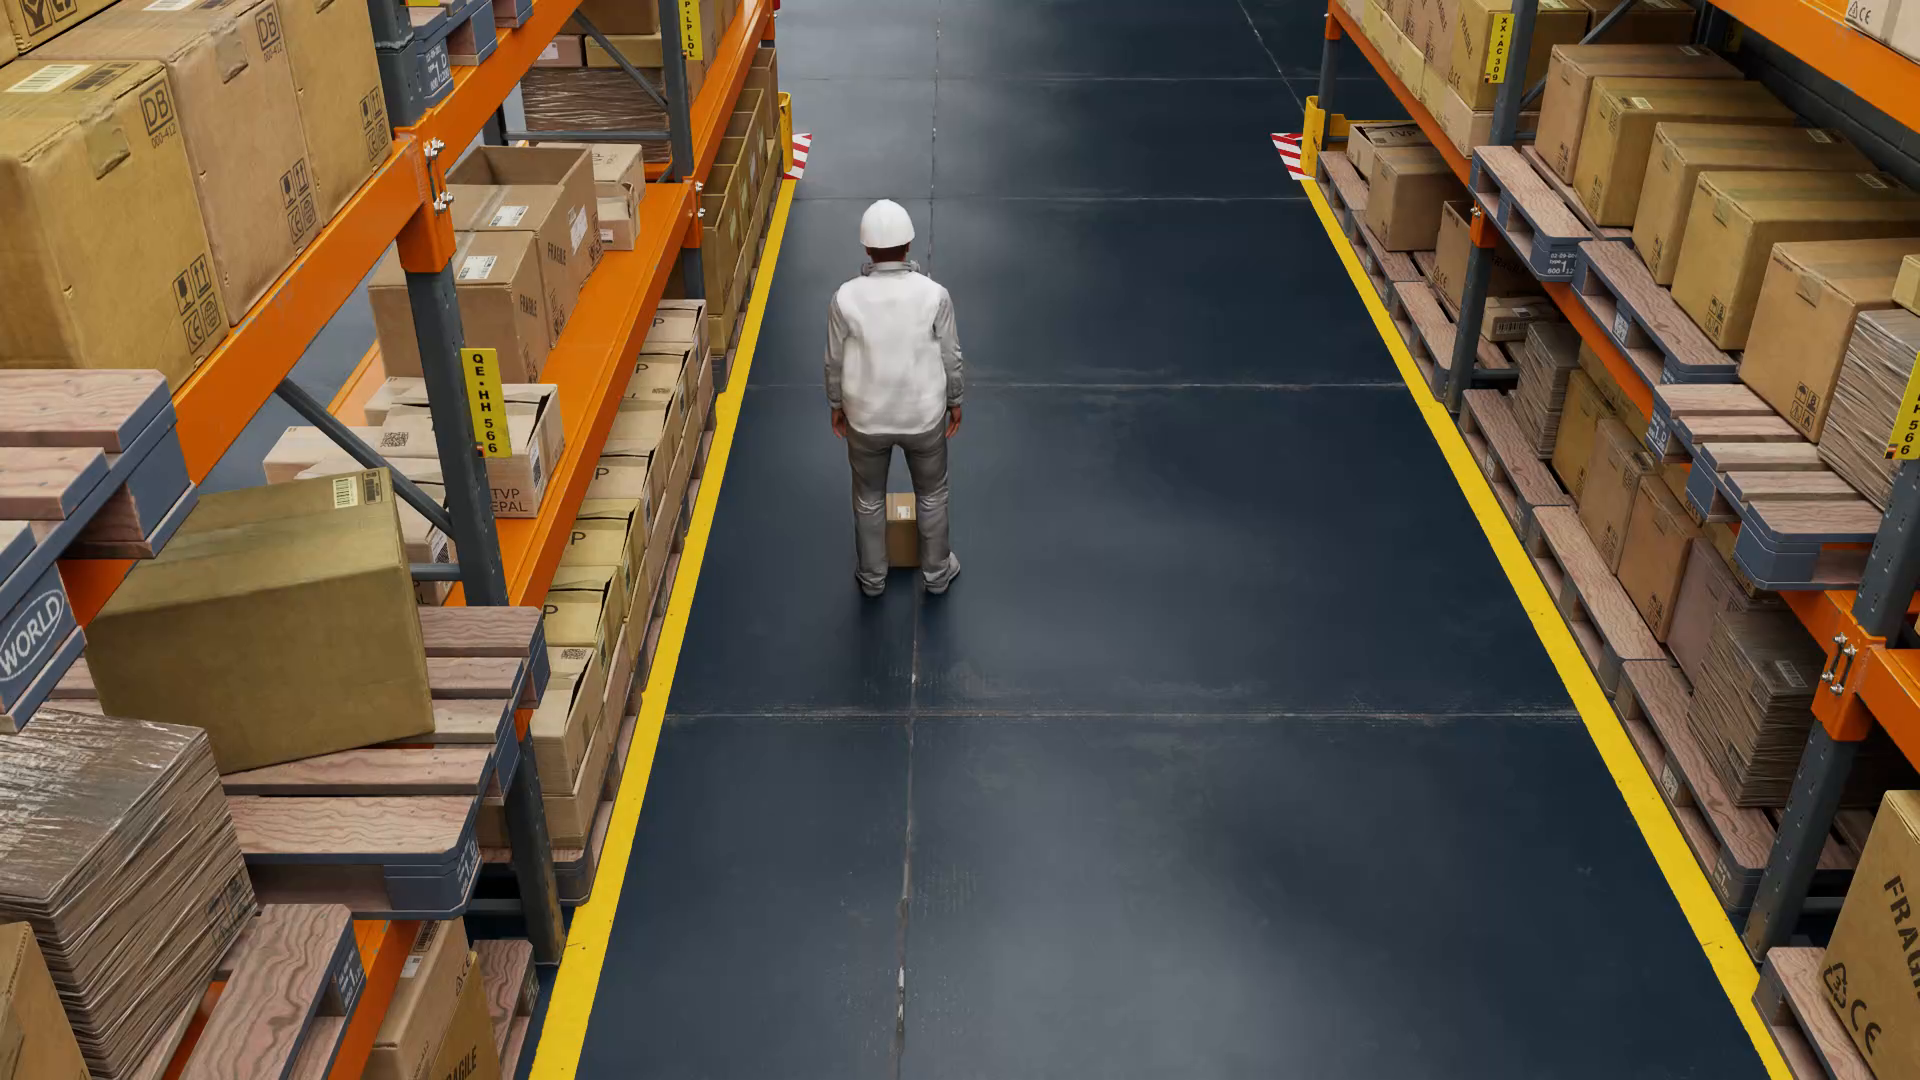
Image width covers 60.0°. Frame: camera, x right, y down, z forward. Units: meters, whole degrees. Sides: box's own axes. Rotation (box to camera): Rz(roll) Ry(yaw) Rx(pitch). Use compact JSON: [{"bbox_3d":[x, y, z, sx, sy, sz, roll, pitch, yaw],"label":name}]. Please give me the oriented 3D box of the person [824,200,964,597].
[{"bbox_3d":[-0.274,-0.559,7.028,0.579,1.770,0.462,-1,31,-1],"label":"person"}]
